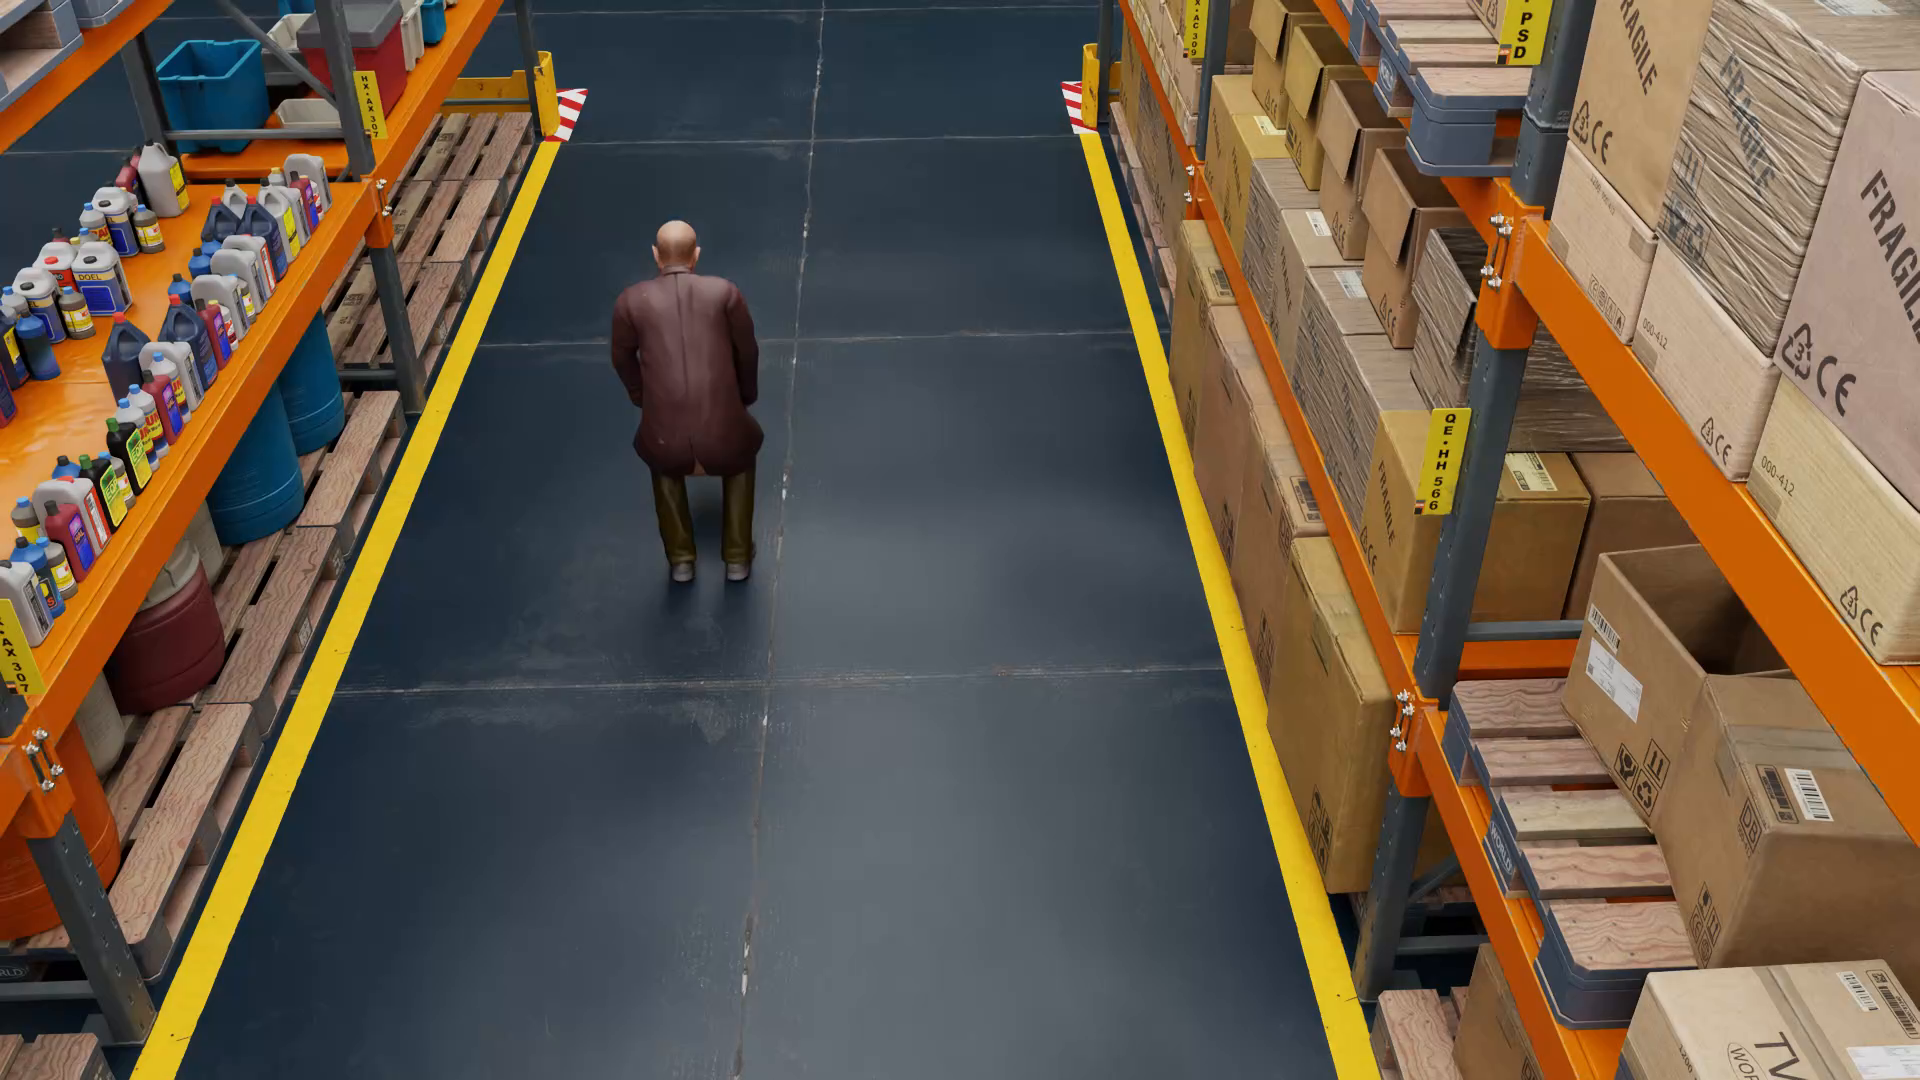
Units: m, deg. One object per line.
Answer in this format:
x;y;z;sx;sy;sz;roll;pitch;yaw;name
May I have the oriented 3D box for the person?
-1.165;-0.555;7.161;0.625;1.552;0.612;-1;35;-2;person
